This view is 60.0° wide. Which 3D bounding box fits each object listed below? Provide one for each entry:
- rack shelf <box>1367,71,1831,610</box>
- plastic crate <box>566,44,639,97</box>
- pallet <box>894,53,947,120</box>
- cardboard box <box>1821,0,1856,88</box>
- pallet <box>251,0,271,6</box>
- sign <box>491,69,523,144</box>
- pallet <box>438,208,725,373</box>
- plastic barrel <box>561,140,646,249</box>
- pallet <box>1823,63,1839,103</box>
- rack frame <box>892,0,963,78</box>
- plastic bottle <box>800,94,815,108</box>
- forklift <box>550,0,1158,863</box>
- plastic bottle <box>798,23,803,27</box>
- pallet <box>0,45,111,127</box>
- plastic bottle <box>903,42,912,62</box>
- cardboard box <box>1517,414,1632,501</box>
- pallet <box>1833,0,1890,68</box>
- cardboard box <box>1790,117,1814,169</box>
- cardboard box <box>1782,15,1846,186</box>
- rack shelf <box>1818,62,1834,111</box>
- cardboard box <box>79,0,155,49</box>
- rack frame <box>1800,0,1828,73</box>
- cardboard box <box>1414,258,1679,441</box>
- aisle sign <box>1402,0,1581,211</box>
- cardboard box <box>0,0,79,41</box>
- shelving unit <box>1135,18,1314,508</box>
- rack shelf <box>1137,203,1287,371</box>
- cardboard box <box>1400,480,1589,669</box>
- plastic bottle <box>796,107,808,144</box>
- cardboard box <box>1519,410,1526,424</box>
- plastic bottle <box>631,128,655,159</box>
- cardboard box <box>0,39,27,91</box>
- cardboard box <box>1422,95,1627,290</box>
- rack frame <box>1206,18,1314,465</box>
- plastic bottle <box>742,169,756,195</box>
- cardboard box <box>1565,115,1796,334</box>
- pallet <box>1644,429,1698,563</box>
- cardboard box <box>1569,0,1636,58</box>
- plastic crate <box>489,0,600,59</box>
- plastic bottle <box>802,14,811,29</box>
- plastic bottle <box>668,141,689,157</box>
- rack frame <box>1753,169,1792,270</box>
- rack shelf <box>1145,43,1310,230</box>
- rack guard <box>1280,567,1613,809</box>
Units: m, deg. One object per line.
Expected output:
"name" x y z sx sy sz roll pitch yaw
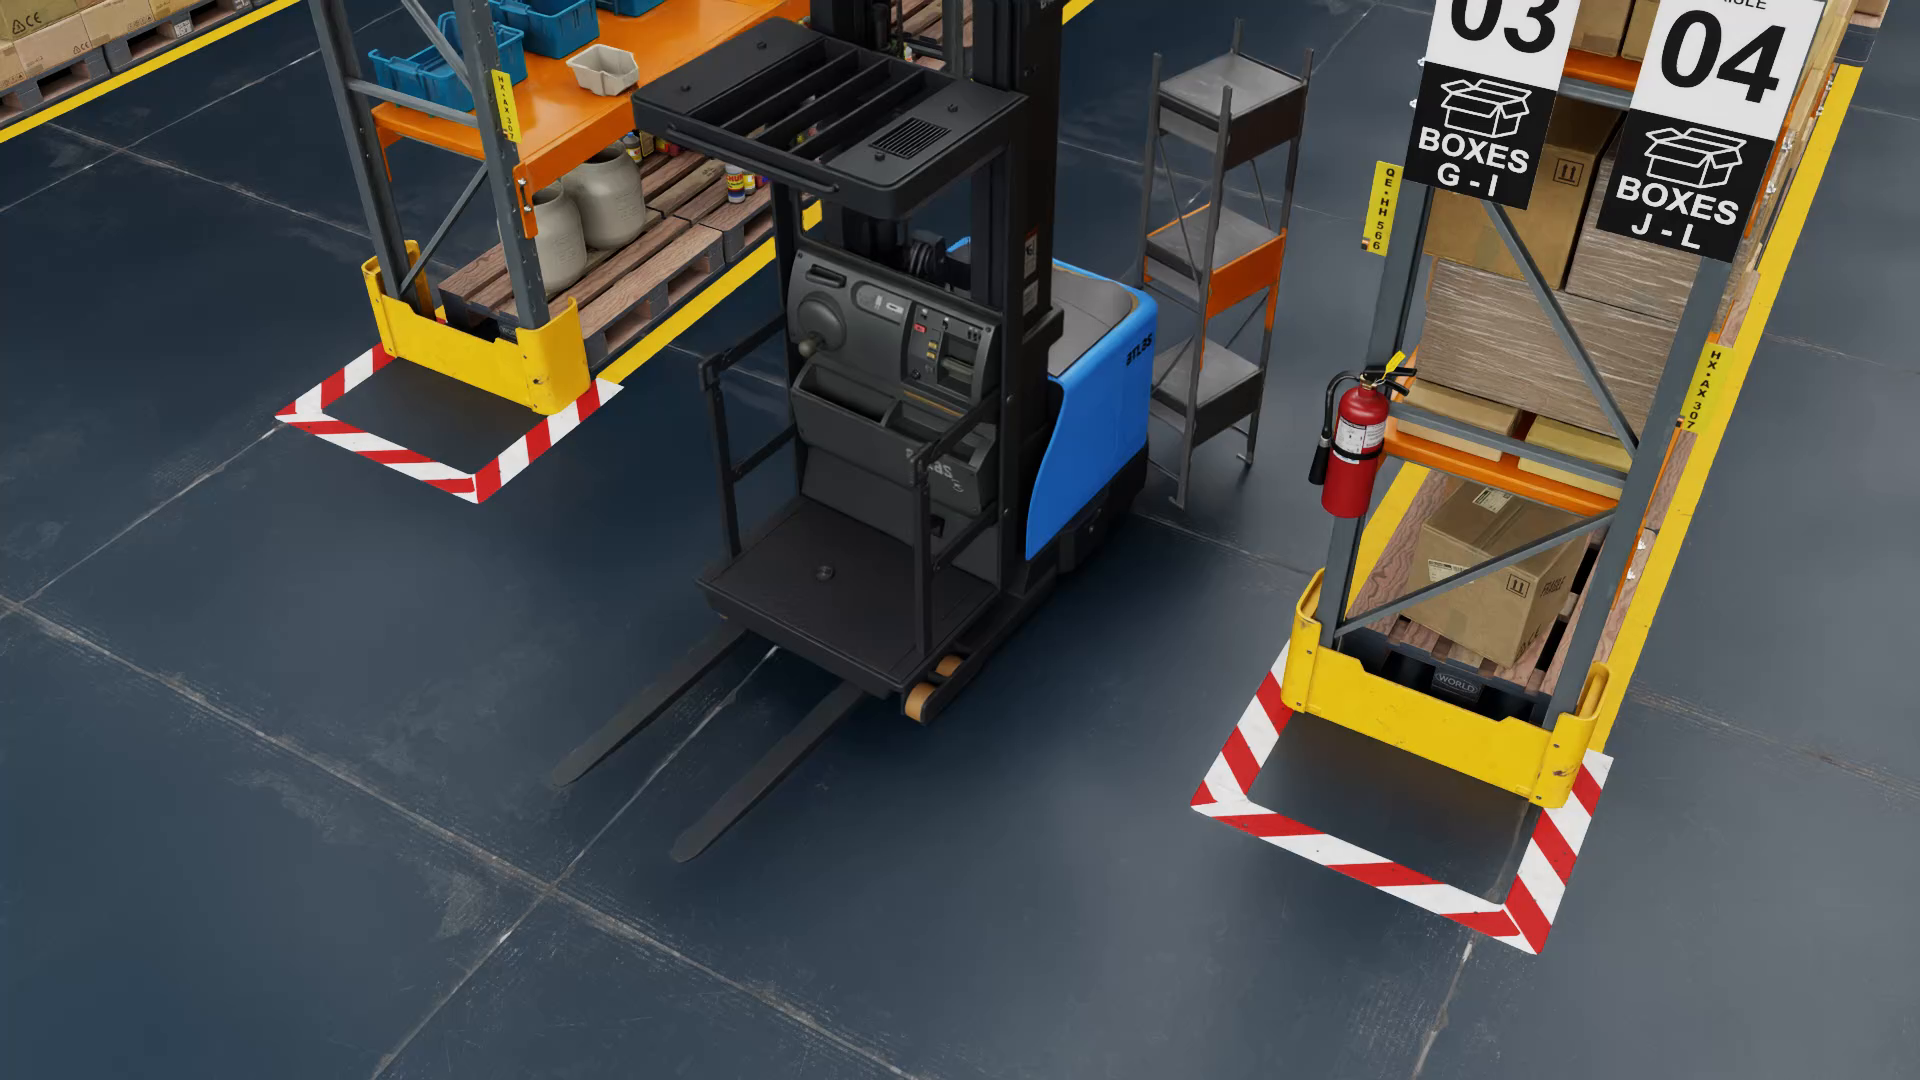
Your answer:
"rack shelf" 2.847 -1.199 7.201 1.077 0.370 4.000 21 45 22
"plastic crate" -1.716 -2.269 8.072 0.298 0.136 0.250 21 45 22
"pallet" -0.813 -2.834 10.624 1.003 0.211 1.213 21 45 22
"cardboard box" 3.361 -2.216 6.755 0.500 0.500 0.500 21 45 22
"pallet" -5.161 -4.404 12.406 1.003 0.211 1.213 21 45 22
"sign" -1.968 -1.882 7.223 0.100 0.325 0.005 21 45 22
"pallet" -2.034 -1.438 9.038 1.003 0.211 1.213 21 45 22
"plastic barrel" -1.928 -1.875 8.989 0.421 0.512 0.421 0 41 0
"pallet" 5.457 -3.409 11.276 1.003 0.211 1.213 21 45 22
"rack frame" -0.440 -4.251 10.123 1.000 3.000 0.127 21 45 22
"plastic bottle" -0.856 -2.544 9.912 0.152 0.276 0.135 22 46 23
"forklift" -0.391 -0.726 6.172 1.130 2.935 3.031 25 47 26
"plastic bottle" -1.025 -3.130 10.573 0.061 0.283 0.133 21 45 22
"pallet" -6.382 -3.007 10.821 1.003 0.211 1.213 21 45 22
"plastic bottle" -0.352 -3.055 10.550 0.097 0.201 0.097 0 41 0
"cardboard box" 2.195 -0.314 5.843 0.380 0.149 0.250 21 45 22
"pallet" 4.356 -2.930 8.768 1.003 0.211 1.213 21 45 22
"cardboard box" 3.656 -1.855 7.593 0.380 0.149 0.250 21 45 22
"cardboard box" 2.863 -1.643 6.105 0.500 0.500 0.500 21 45 22
"rack shelf" 4.849 -3.487 9.800 1.077 0.370 4.000 21 45 22
"cardboard box" -5.770 -3.535 11.072 0.500 0.250 0.500 21 45 22
"rack frame" 1.846 -2.576 3.681 1.000 3.000 0.127 21 45 22
"cardboard box" 2.145 -0.779 5.880 0.875 0.500 0.500 21 45 22
"aisle sign" 1.555 -1.363 4.877 0.394 0.787 0.004 21 45 22
"cardboard box" -6.019 -3.530 10.499 0.500 0.500 0.500 21 45 22
"shelving unit" 1.085 -1.143 7.275 0.503 2.100 0.431 -31 50 -30
"rack shelf" 1.085 -1.133 7.284 0.480 0.518 0.431 -31 50 -30
"cardboard box" 2.173 0.105 6.751 0.500 0.500 0.500 30 49 29
"plastic bottle" -0.942 -2.407 9.761 0.097 0.271 0.097 0 41 0
"cardboard box" 1.936 -0.604 6.172 0.380 0.149 0.250 21 45 22
"plastic bottle" -1.860 -2.377 9.717 0.061 0.283 0.133 22 46 23
"cardboard box" -6.268 -2.961 10.421 0.500 0.250 0.500 21 45 22
"cardboard box" 1.907 -1.245 5.652 0.500 0.500 0.500 21 45 22
"rack frame" 1.266 -1.251 7.397 0.015 2.100 0.400 -31 50 -30
"plastic bottle" -1.213 -2.071 9.432 0.097 0.201 0.097 0 41 0
"cardboard box" 2.357 -1.073 5.457 0.500 0.500 0.500 21 45 22
"pallet" 2.933 -0.470 7.939 1.003 0.211 1.213 21 45 22
"cardboard box" 1.867 -1.753 5.131 0.500 0.250 0.500 22 46 23
"plastic crate" -2.121 -2.661 8.430 0.499 0.251 0.408 21 45 22
"plastic bottle" -0.979 -3.355 10.837 0.097 0.271 0.097 0 41 0
"plastic bottle" -1.660 -2.404 9.748 0.061 0.283 0.133 21 45 22
"rack frame" 3.848 -2.613 8.263 1.000 3.000 0.127 21 45 22
"rack shelf" 1.085 -1.658 6.821 0.480 0.518 0.431 -31 50 -30
"rack guard" 1.884 0.571 6.539 1.175 0.500 0.348 21 45 22
